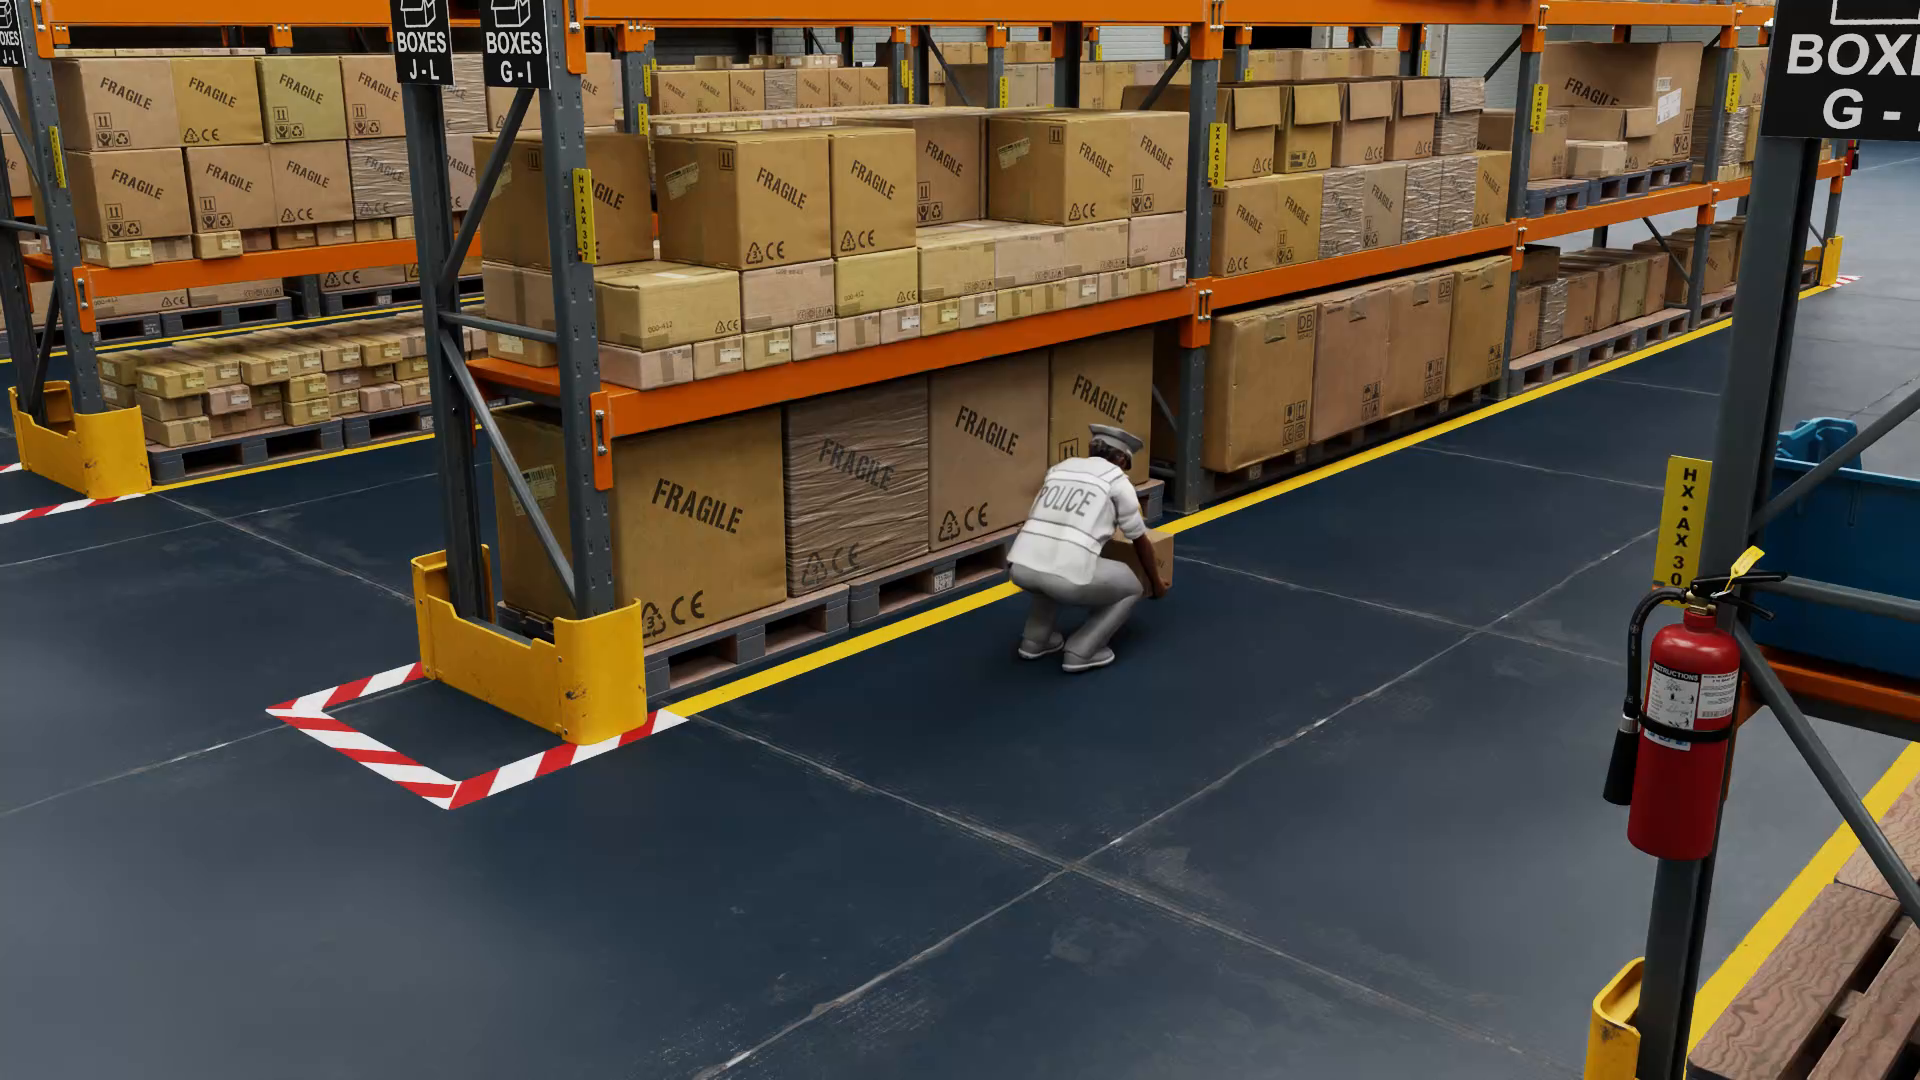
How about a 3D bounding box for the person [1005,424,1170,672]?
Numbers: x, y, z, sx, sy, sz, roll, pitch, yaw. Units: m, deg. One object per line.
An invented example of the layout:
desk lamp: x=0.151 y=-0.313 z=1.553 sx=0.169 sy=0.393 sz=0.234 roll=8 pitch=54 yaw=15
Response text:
person: x=0.548 y=0.022 z=7.167 sx=0.463 sy=0.978 sz=0.857 roll=14 pitch=22 yaw=38
